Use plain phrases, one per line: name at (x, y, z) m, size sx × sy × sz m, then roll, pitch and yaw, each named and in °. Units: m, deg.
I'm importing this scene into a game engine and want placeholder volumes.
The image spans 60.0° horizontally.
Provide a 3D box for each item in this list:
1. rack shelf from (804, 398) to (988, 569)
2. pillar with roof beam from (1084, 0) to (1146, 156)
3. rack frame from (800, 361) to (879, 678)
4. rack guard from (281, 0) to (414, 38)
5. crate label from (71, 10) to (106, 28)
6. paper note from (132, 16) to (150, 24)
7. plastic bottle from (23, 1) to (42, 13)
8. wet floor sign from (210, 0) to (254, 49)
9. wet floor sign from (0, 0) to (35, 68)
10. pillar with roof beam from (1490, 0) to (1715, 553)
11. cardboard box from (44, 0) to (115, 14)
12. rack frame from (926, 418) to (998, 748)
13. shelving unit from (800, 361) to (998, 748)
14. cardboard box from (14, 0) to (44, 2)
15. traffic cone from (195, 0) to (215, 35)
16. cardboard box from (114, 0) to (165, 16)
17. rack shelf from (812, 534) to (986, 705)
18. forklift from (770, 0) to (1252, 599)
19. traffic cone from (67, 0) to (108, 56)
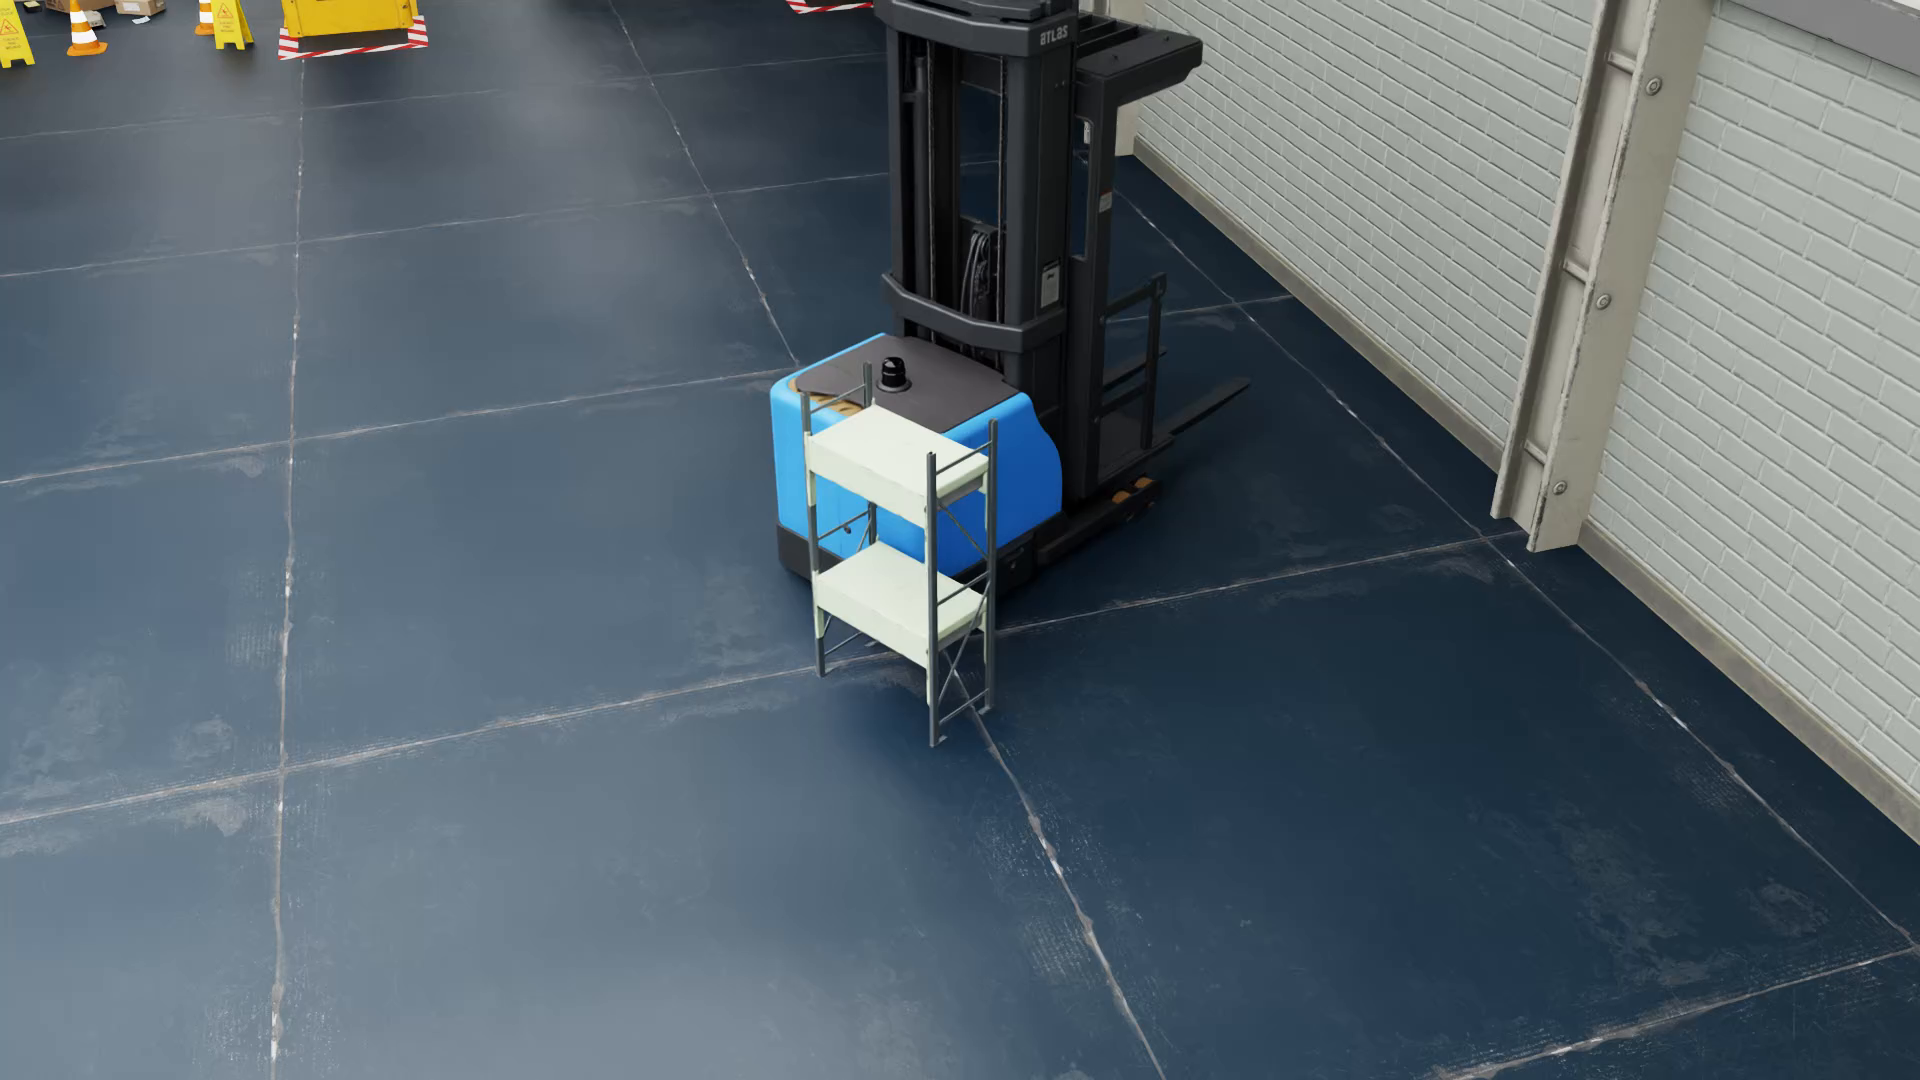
rack shelf at (-0.258, -0.252, 7.063) m, size 0.720 × 0.370 × 0.431 m, roll 27°, pitch 42°, yaw 35°
pillar with roof beam at (-2.869, -6.244, 10.038) m, size 9.100 × 9.000 × 0.400 m, roll -10°, pitch 35°, yaw -15°
rack frame at (-0.526, -0.064, 7.486) m, size 0.023 × 1.500 × 0.400 m, roll 27°, pitch 42°, yaw 35°
rack guard at (-5.995, -5.259, 16.255) m, size 1.175 × 0.500 × 0.348 m, roll -10°, pitch 35°, yaw -15°
crate label at (-8.583, -5.114, 16.364) m, size 0.298 × 0.136 × 0.250 m, roll 27°, pitch 42°, yaw 34°
paper note at (-8.155, -5.185, 16.569) m, size 0.148 × 0.019 × 0.142 m, roll -23°, pitch 40°, yaw -31°
plastic bottle at (-9.441, -5.426, 16.907) m, size 0.133 × 0.061 × 0.283 m, roll -23°, pitch 40°, yaw -31°
wet floor sign at (-6.933, -5.000, 15.731) m, size 0.267 × 0.644 × 0.232 m, roll 1°, pitch 33°, yaw 2°
wet floor sign at (-8.760, -4.712, 15.295) m, size 0.267 × 0.644 × 0.232 m, roll -16°, pitch 37°, yaw -23°
pillar with roof beam at (-1.039, -3.094, 5.270) m, size 9.100 × 9.000 × 0.400 m, roll -10°, pitch 35°, yaw -15°
cardboard box at (-8.918, -5.717, 16.945) m, size 0.637 × 0.503 × 0.797 m, roll 19°, pitch 38°, yaw 26°
rack frame at (0.011, 0.211, 7.071) m, size 0.023 × 1.500 × 0.400 m, roll 27°, pitch 42°, yaw 35°
shelving unit at (-0.258, 0.074, 7.278) m, size 0.755 × 1.500 × 0.431 m, roll 27°, pitch 42°, yaw 35°
cardboard box at (-9.597, -5.743, 17.200) m, size 0.396 × 0.266 × 0.258 m, roll -4°, pitch 34°, yaw -6°
traffic cone at (-7.331, -5.212, 16.218) m, size 0.336 × 0.463 × 0.334 m, roll -10°, pitch 35°, yaw -15°
cardboard box at (-8.295, -5.421, 16.818) m, size 0.380 × 0.149 × 0.250 m, roll 7°, pitch 34°, yaw 10°
rack shelf at (-0.258, 0.345, 7.458) m, size 0.720 × 0.370 × 0.431 m, roll 27°, pitch 42°, yaw 35°
forklift at (0.444, -1.488, 8.343) m, size 1.130 × 2.935 × 3.031 m, roll 27°, pitch 42°, yaw 34°
traffic cone at (-8.285, -4.847, 15.666) m, size 0.336 × 0.463 × 0.334 m, roll -10°, pitch 35°, yaw -15°
